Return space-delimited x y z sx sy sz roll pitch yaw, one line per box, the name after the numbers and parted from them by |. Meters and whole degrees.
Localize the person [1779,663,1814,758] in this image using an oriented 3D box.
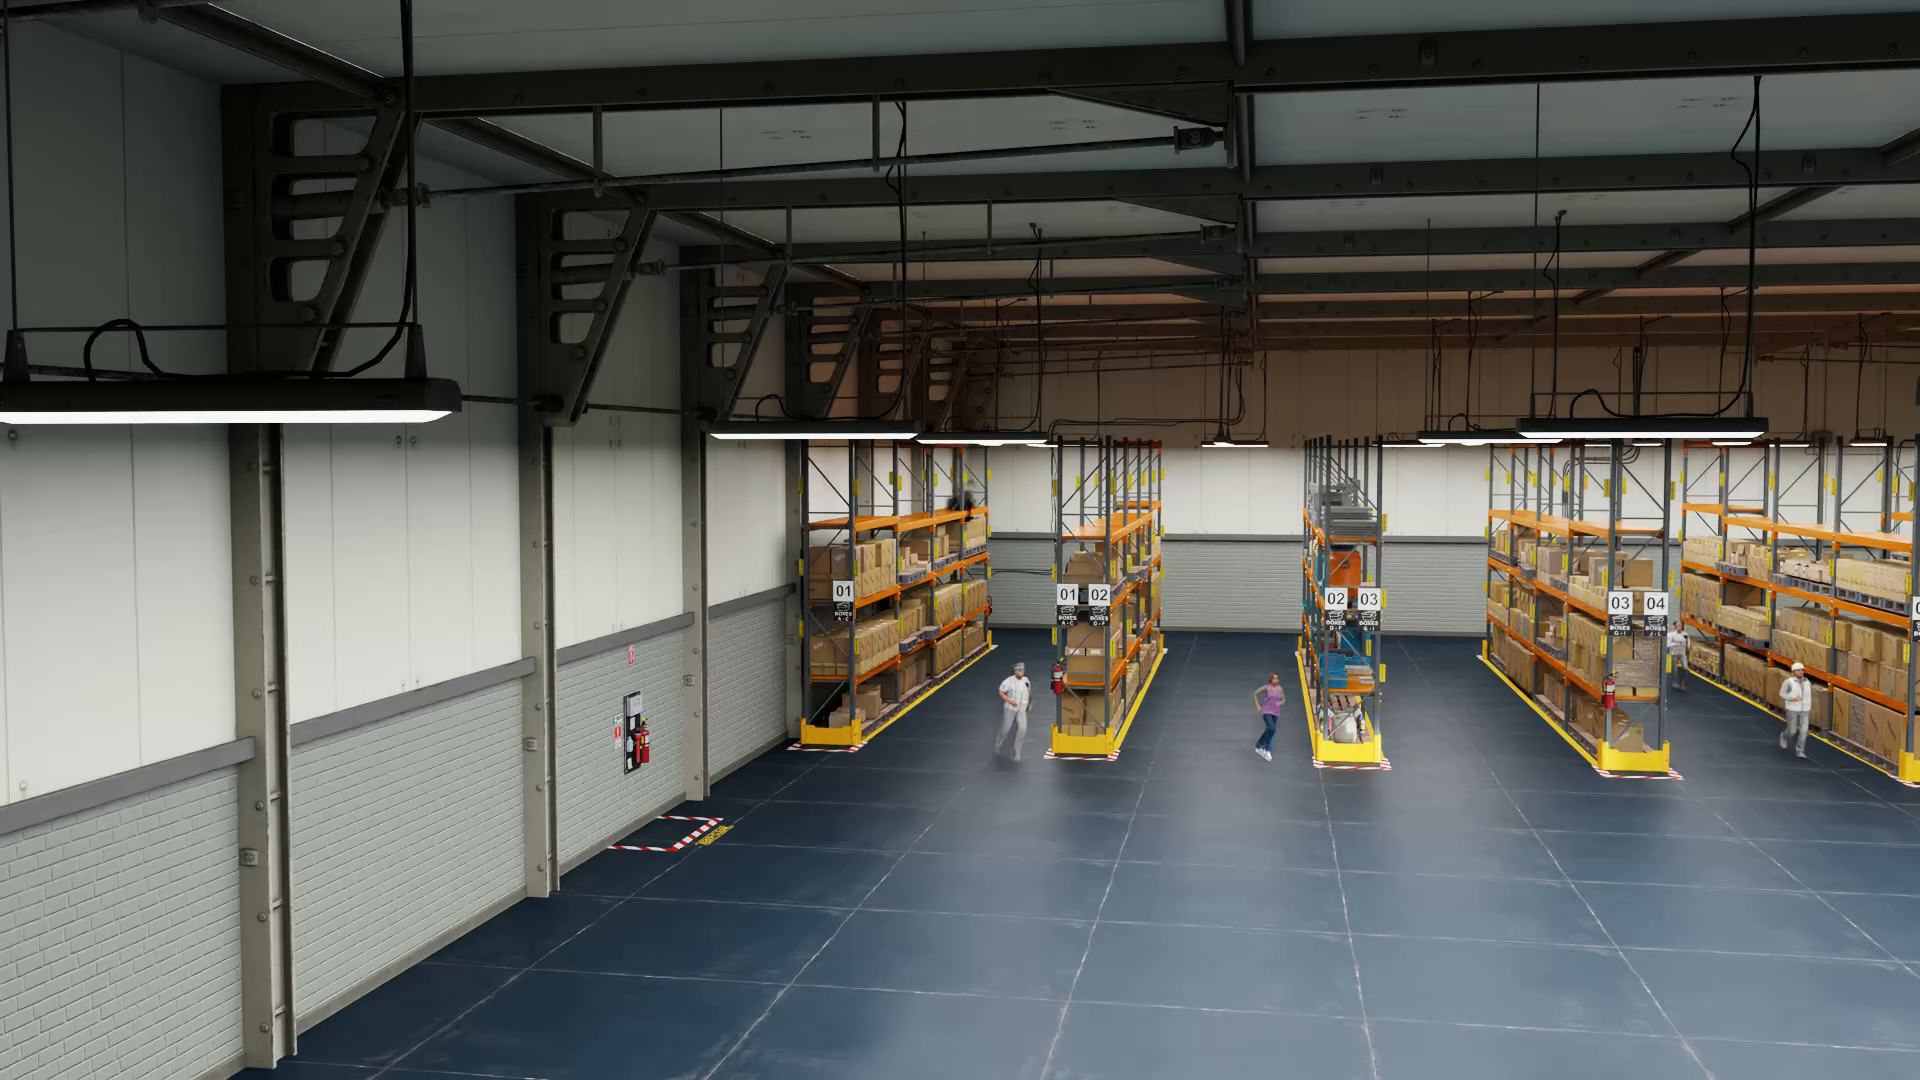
15.646 3.162 31.079 0.665 1.743 0.729 0 3 2 | person

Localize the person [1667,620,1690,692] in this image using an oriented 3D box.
17.086 2.749 39.580 0.594 1.714 0.752 1 3 13 | person

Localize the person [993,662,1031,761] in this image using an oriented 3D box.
1.039 3.182 31.038 0.740 1.813 0.779 -1 3 -20 | person

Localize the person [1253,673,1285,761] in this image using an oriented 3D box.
5.760 3.273 30.911 0.524 1.597 0.656 -1 3 -24 | person
